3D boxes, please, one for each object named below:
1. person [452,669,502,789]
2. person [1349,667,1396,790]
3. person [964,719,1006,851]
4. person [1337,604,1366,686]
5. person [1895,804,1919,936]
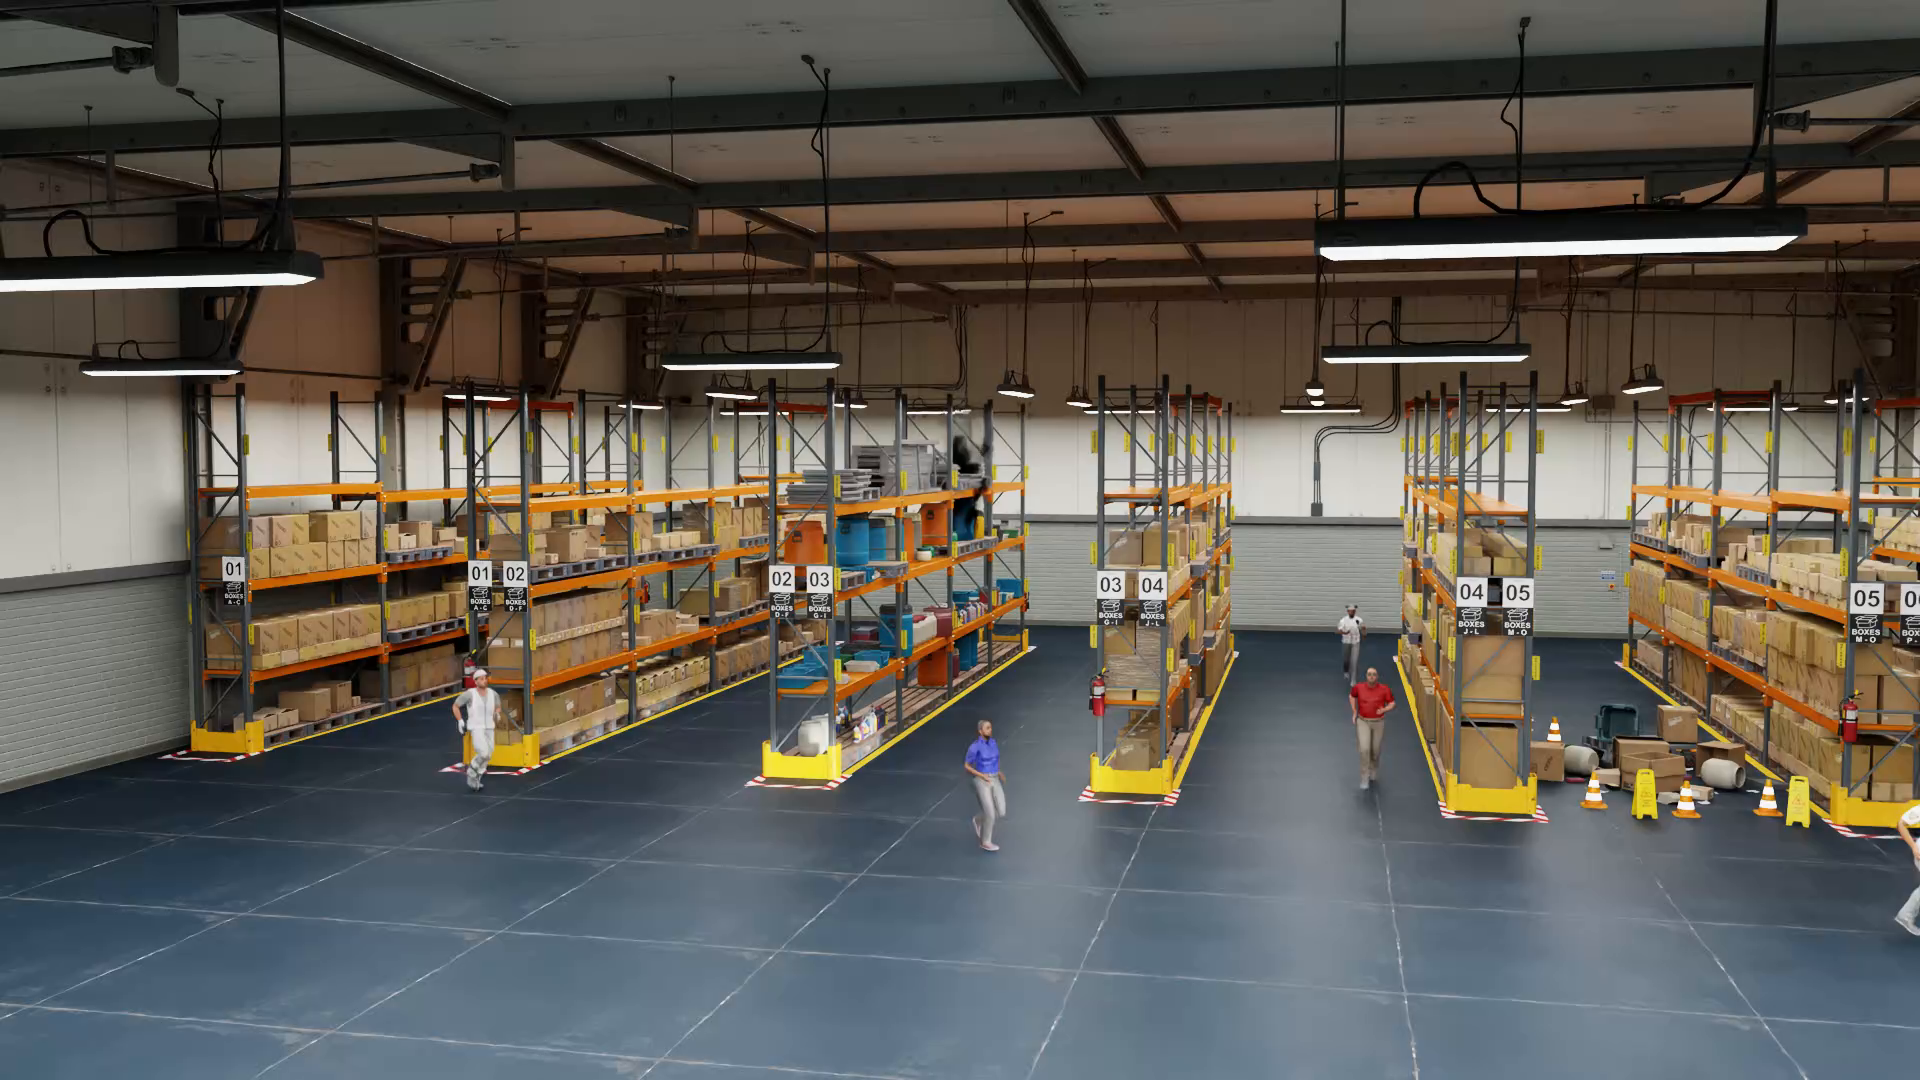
[{"bbox_3d":[-6.873,2.737,23.962,0.632,1.738,0.642,3,5,44],"label":"person"},{"bbox_3d":[6.064,2.747,24.455,0.650,1.773,0.832,1,3,11],"label":"person"},{"bbox_3d":[0.310,3.020,20.587,0.573,1.603,0.584,-3,4,-43],"label":"person"},{"bbox_3d":[8.167,2.158,34.682,0.580,1.677,0.931,1,3,13],"label":"person"},{"bbox_3d":[9.708,3.223,16.589,0.582,1.728,0.771,-2,4,-36],"label":"person"}]
